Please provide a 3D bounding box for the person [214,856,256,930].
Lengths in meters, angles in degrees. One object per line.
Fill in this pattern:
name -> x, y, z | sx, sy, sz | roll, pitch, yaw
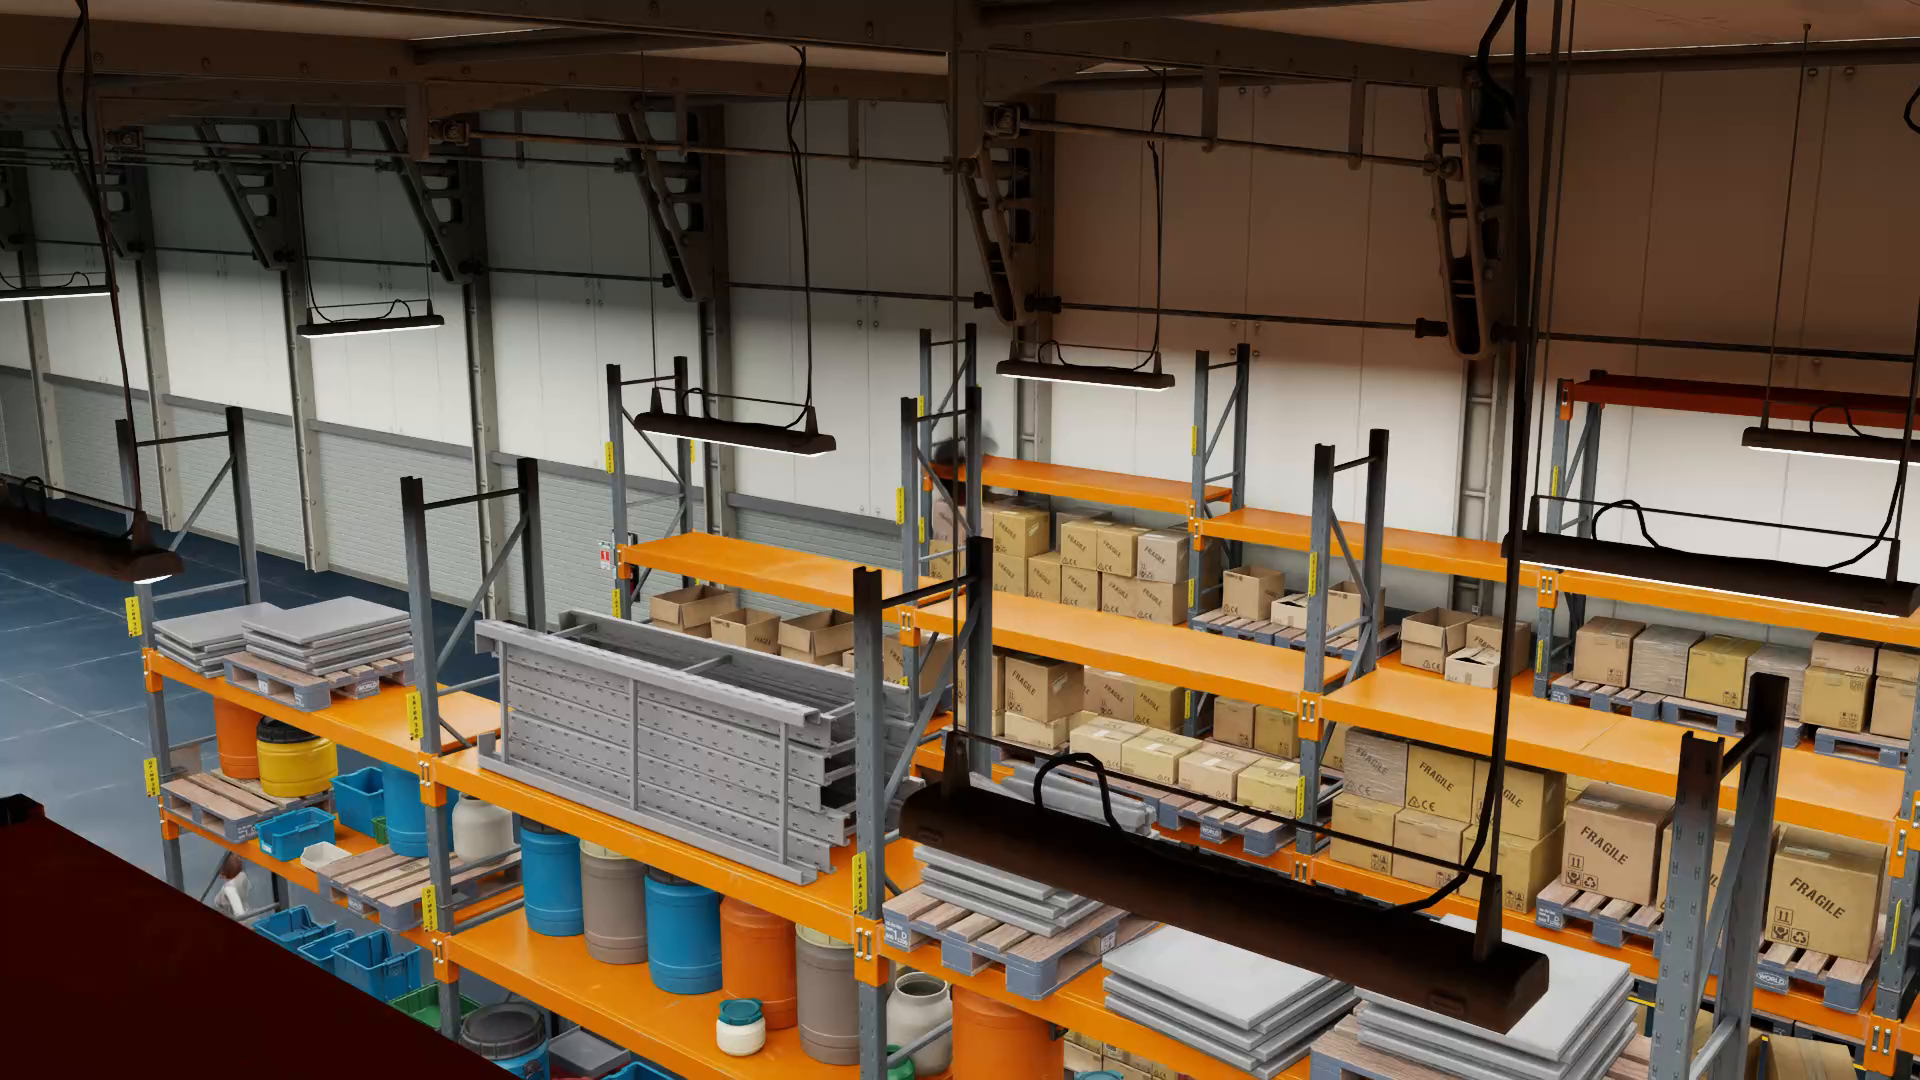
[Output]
person -> -6.953, 3.755, 16.014 | 0.767, 1.564, 0.608 | -2, 13, -7
